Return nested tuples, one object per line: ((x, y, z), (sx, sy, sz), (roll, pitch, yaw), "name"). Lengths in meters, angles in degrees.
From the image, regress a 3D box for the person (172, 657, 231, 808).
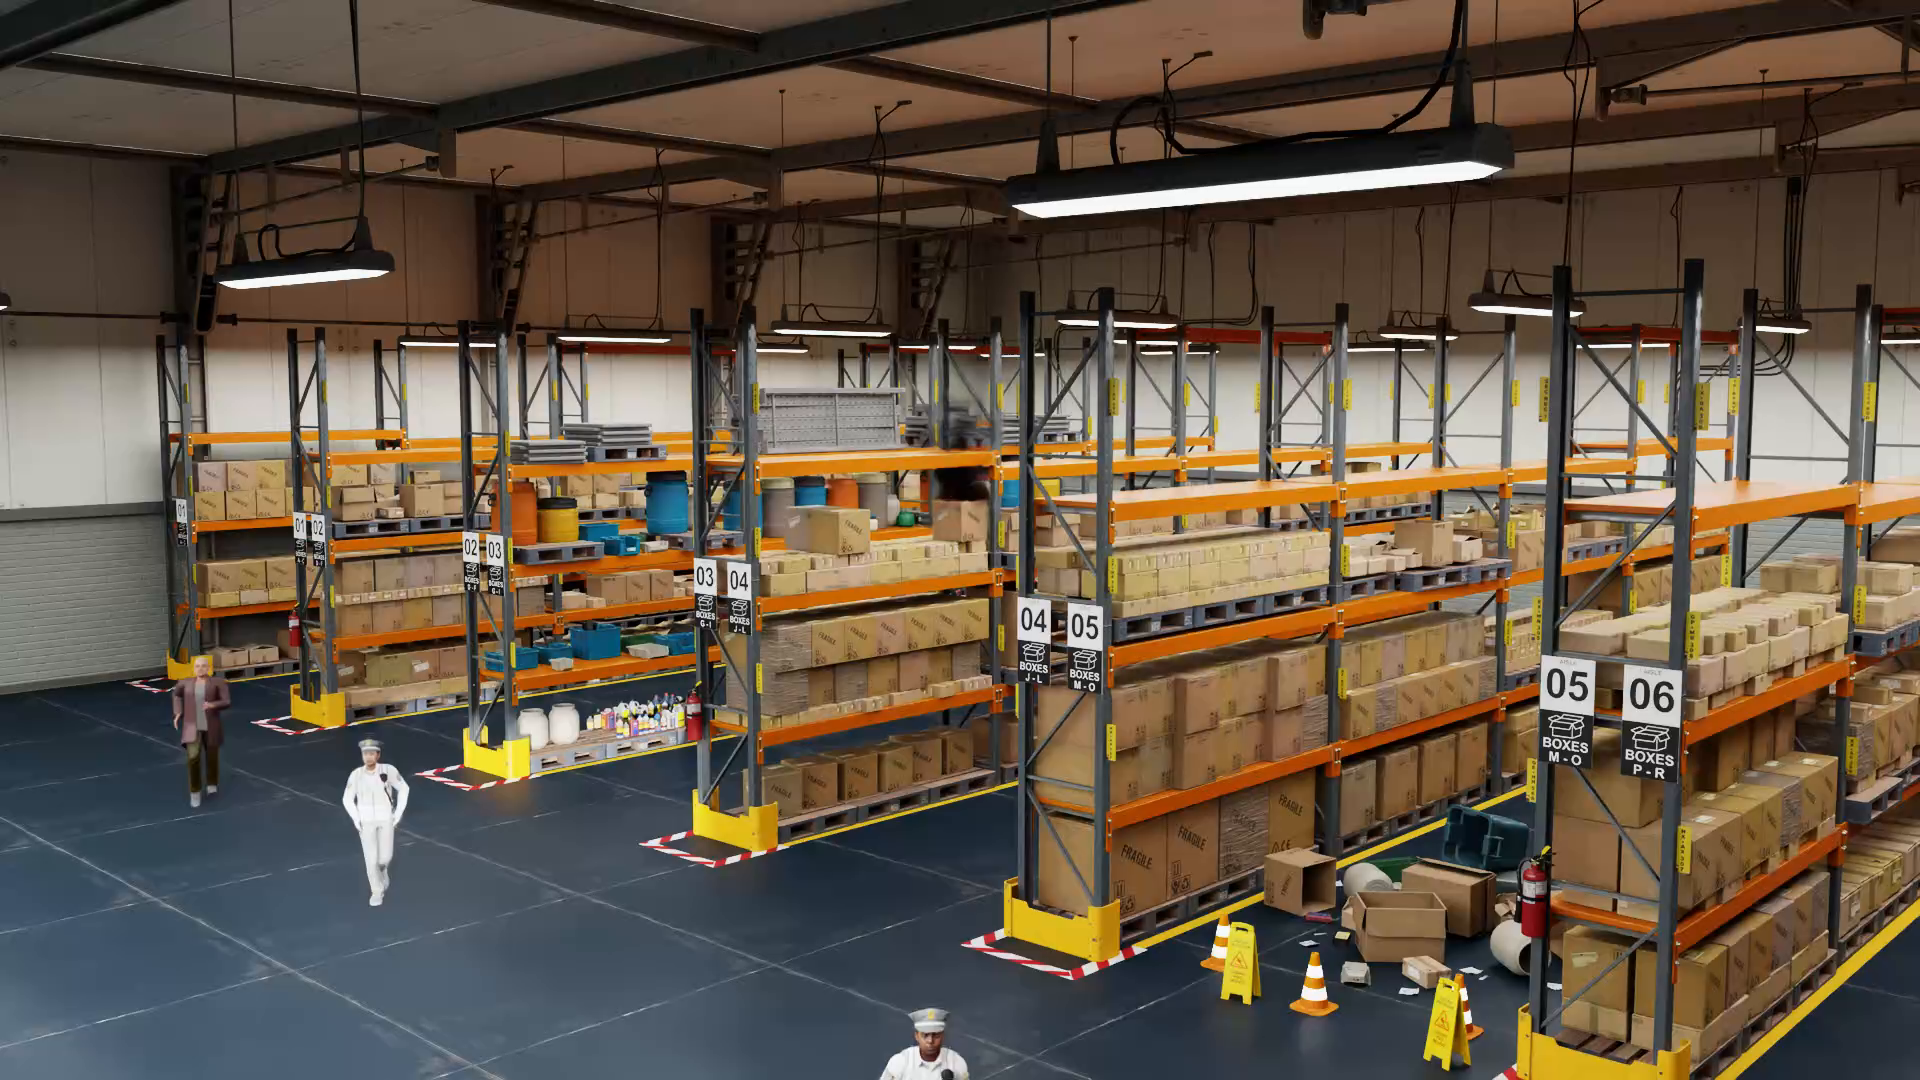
((-9.356, 2.357, 20.545), (0.674, 1.840, 0.823), (-2, 6, -23), "person")

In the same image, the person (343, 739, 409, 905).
((-5.816, 2.794, 16.560), (0.623, 1.664, 0.497), (-1, 6, -15), "person")

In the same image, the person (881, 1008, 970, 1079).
((-0.185, 3.453, 9.426), (0.551, 1.655, 0.539), (-1, 5, -8), "person")
